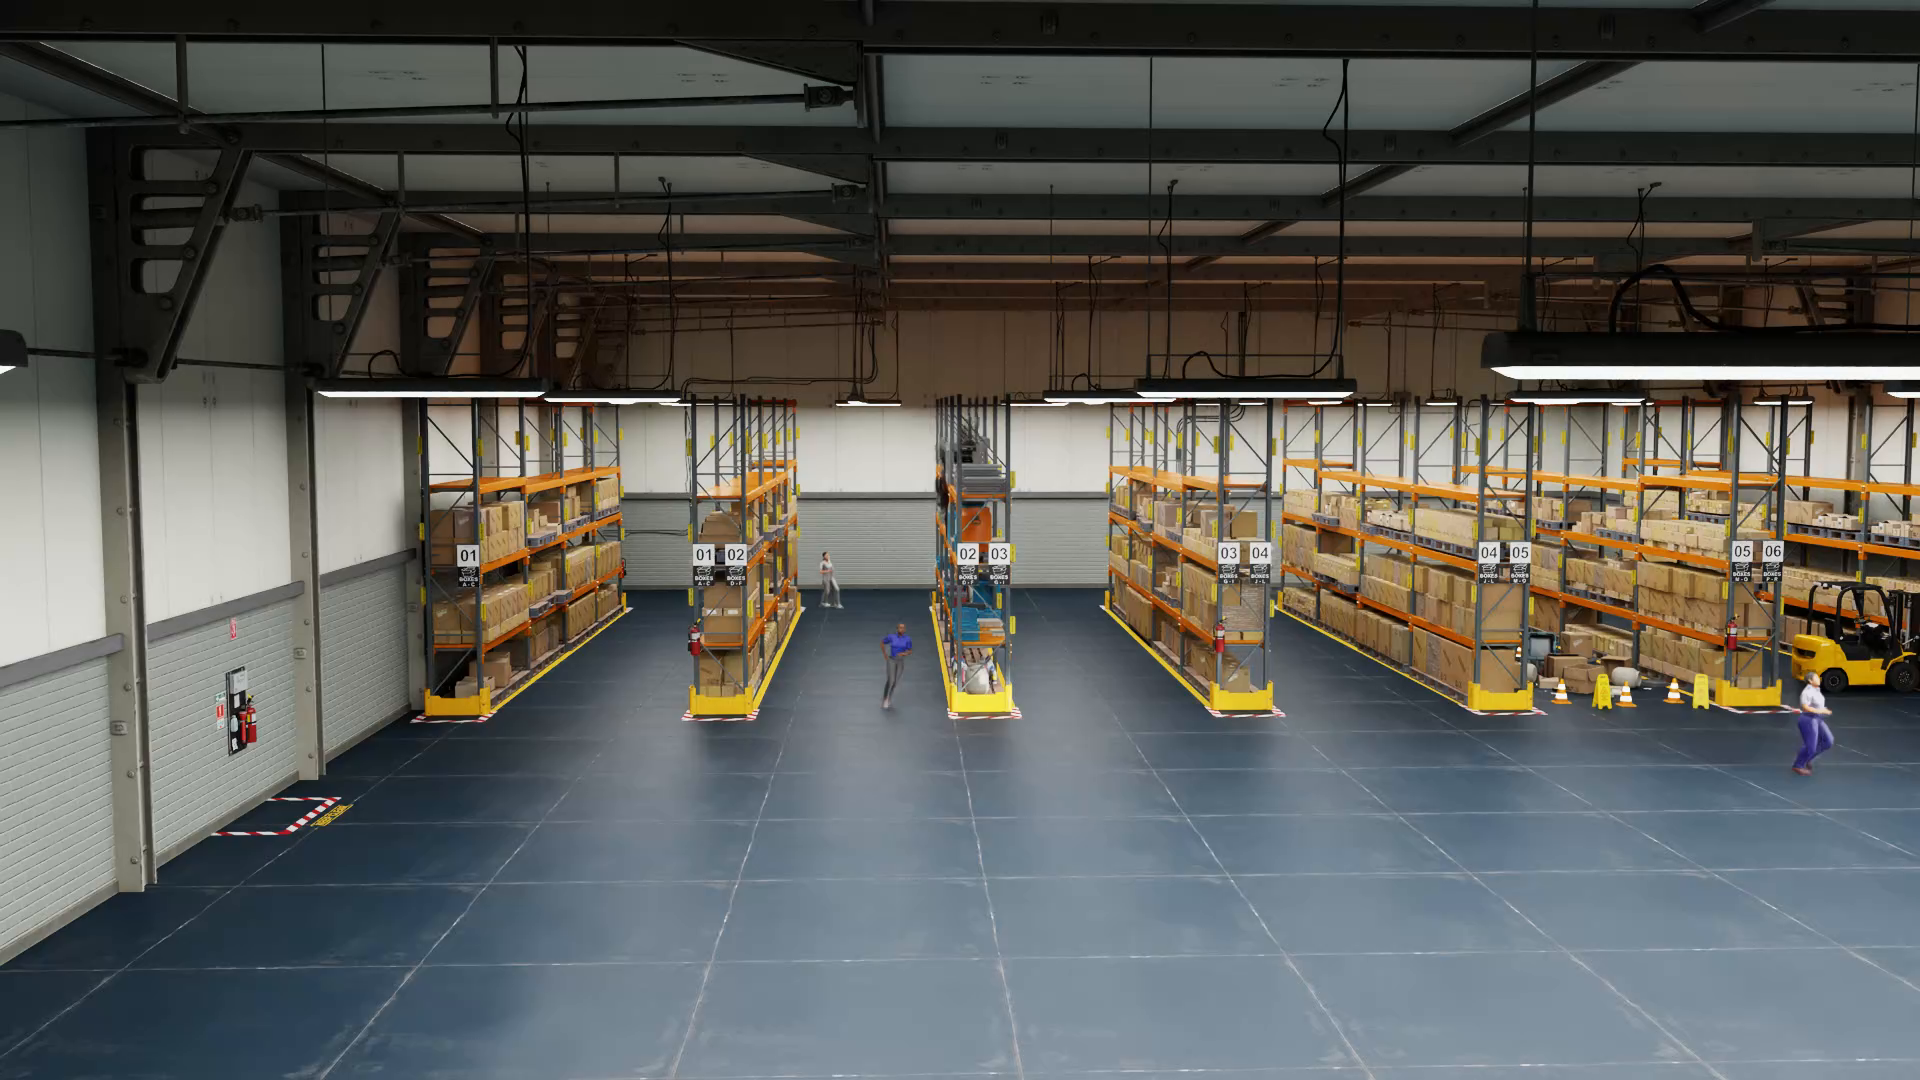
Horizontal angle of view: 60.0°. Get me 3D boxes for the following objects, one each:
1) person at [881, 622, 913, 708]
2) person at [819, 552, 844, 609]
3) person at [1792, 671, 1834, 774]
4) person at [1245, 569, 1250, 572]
[{"bbox_3d":[-1.231,2.412,32.026,0.608,1.684,0.652,-1,5,-17],"label":"person"},{"bbox_3d":[-3.825,1.154,47.750,0.655,1.669,0.767,-4,6,-42],"label":"person"},{"bbox_3d":[13.344,2.865,25.998,0.570,1.609,0.661,4,6,44],"label":"person"},{"bbox_3d":[7.997,1.165,46.556,0.685,1.781,0.935,0,4,0],"label":"person"}]
